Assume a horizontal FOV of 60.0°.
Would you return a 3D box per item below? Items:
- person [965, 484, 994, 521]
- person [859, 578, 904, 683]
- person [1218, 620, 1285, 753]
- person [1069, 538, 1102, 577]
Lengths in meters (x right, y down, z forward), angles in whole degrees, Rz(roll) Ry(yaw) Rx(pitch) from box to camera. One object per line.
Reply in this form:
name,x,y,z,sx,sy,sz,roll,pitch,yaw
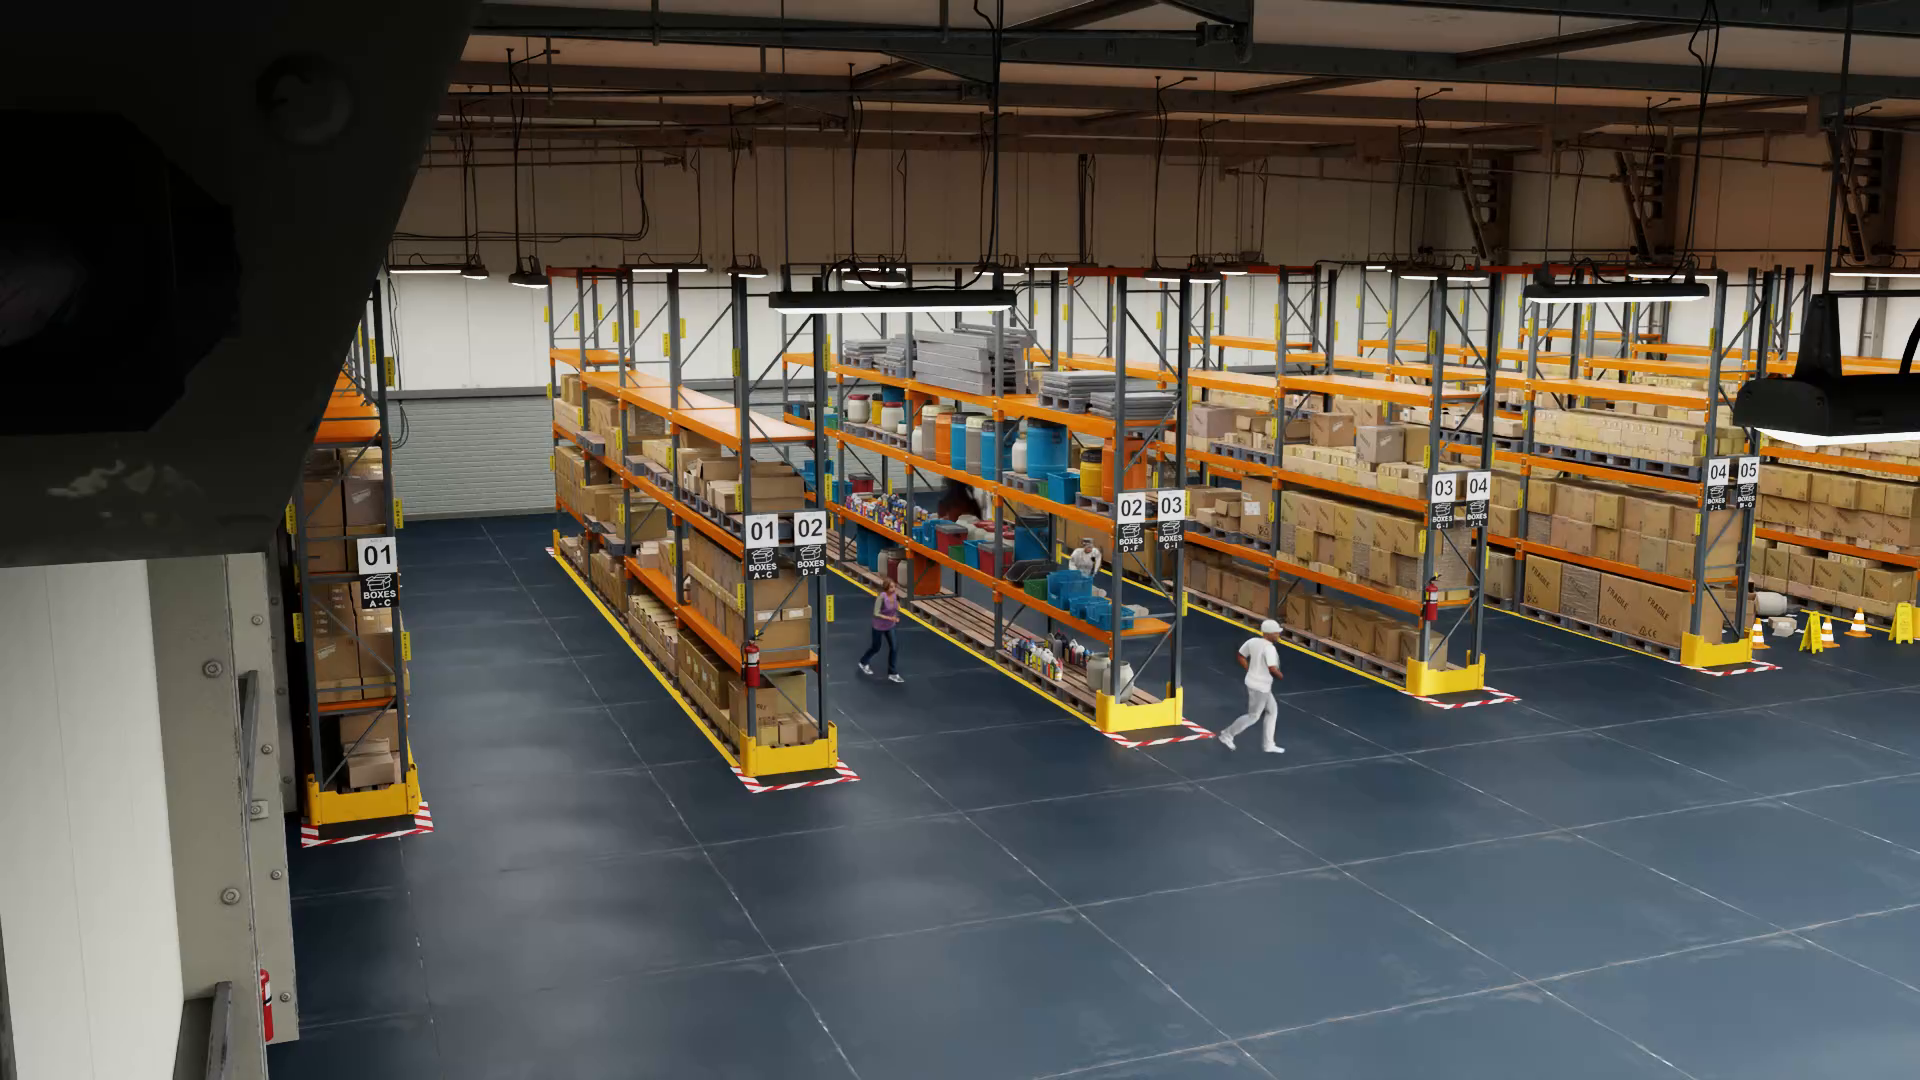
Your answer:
person,0.513,-0.703,35.565,0.680,1.740,0.696,-3,10,-15
person,-1.167,1.313,24.645,0.533,1.552,0.890,-9,14,-43
person,3.706,1.861,20.939,0.849,1.726,0.667,0,10,-2
person,2.154,0.650,28.717,0.643,1.483,0.784,-3,10,-18
